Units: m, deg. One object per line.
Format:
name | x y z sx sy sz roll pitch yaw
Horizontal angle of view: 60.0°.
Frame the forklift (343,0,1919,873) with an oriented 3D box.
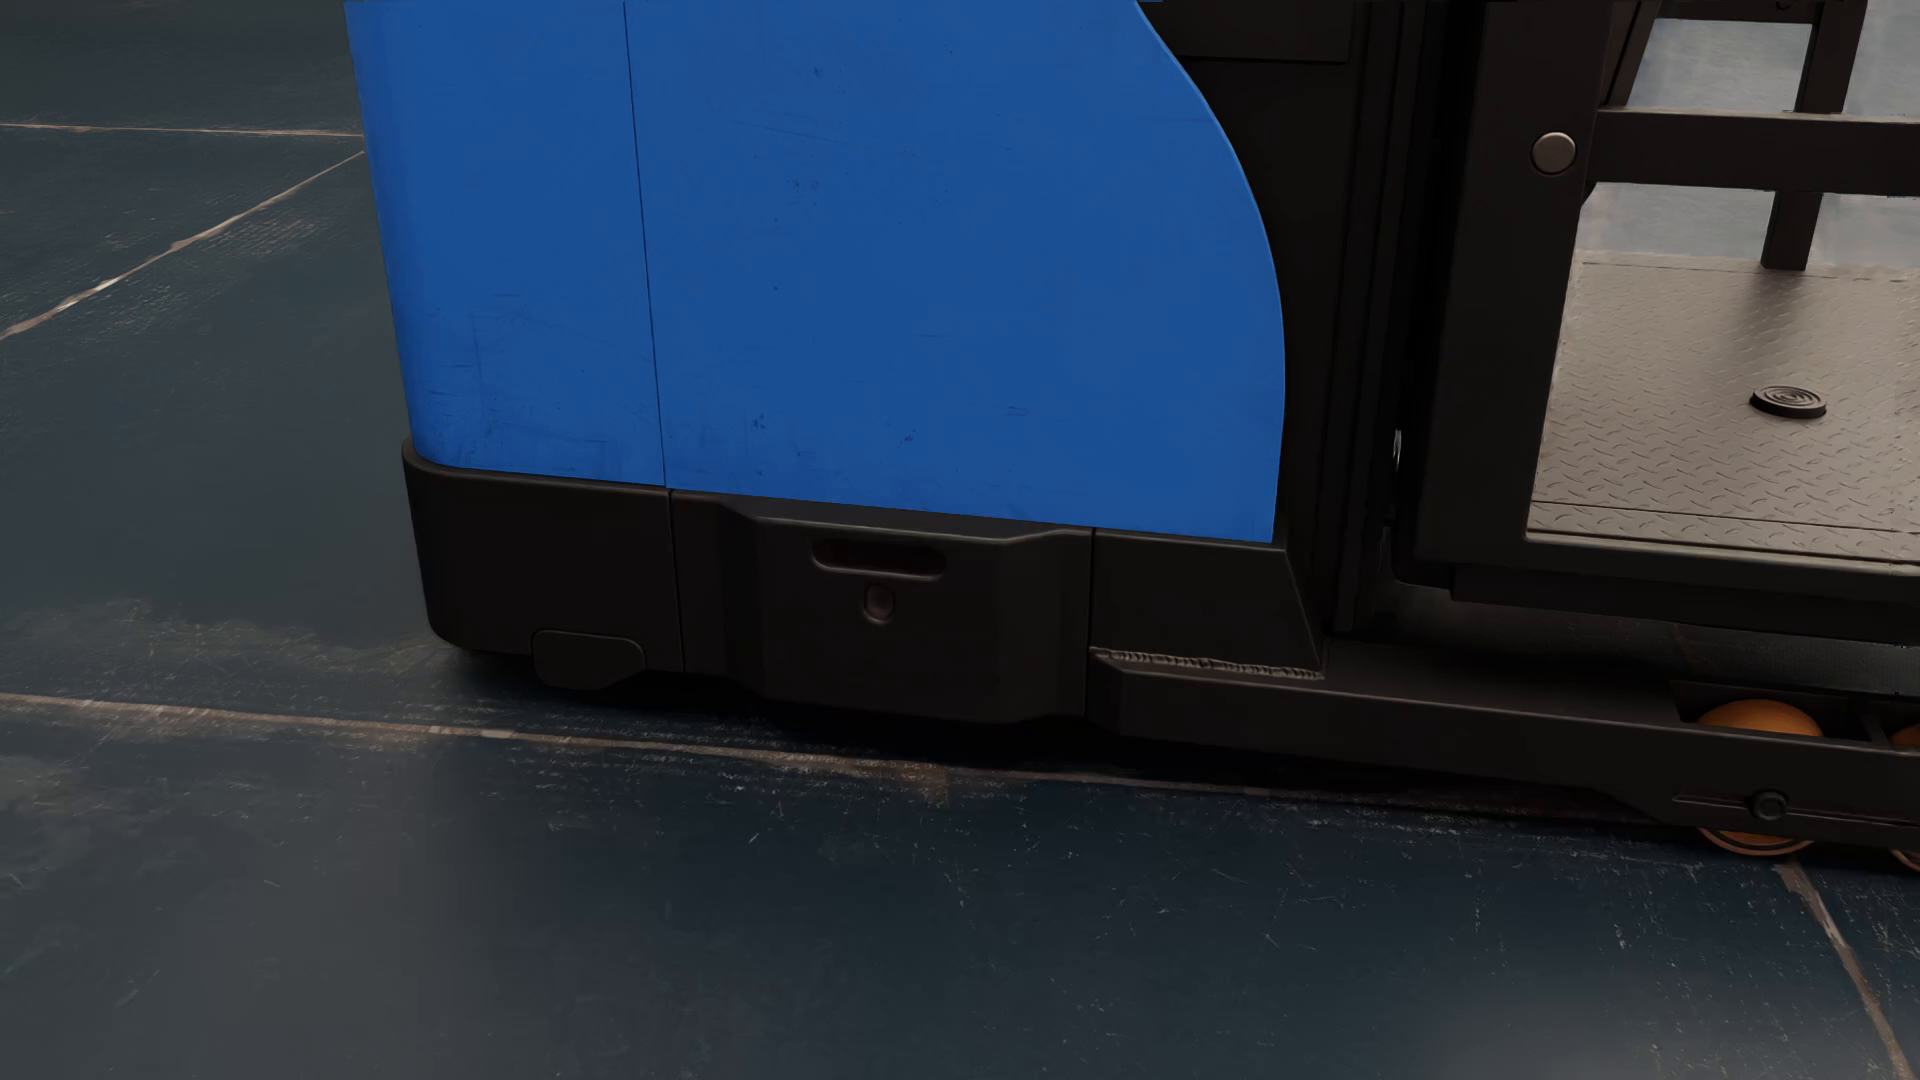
forklift | 0.885 -1.210 1.642 3.031 2.935 1.130 5 27 11
